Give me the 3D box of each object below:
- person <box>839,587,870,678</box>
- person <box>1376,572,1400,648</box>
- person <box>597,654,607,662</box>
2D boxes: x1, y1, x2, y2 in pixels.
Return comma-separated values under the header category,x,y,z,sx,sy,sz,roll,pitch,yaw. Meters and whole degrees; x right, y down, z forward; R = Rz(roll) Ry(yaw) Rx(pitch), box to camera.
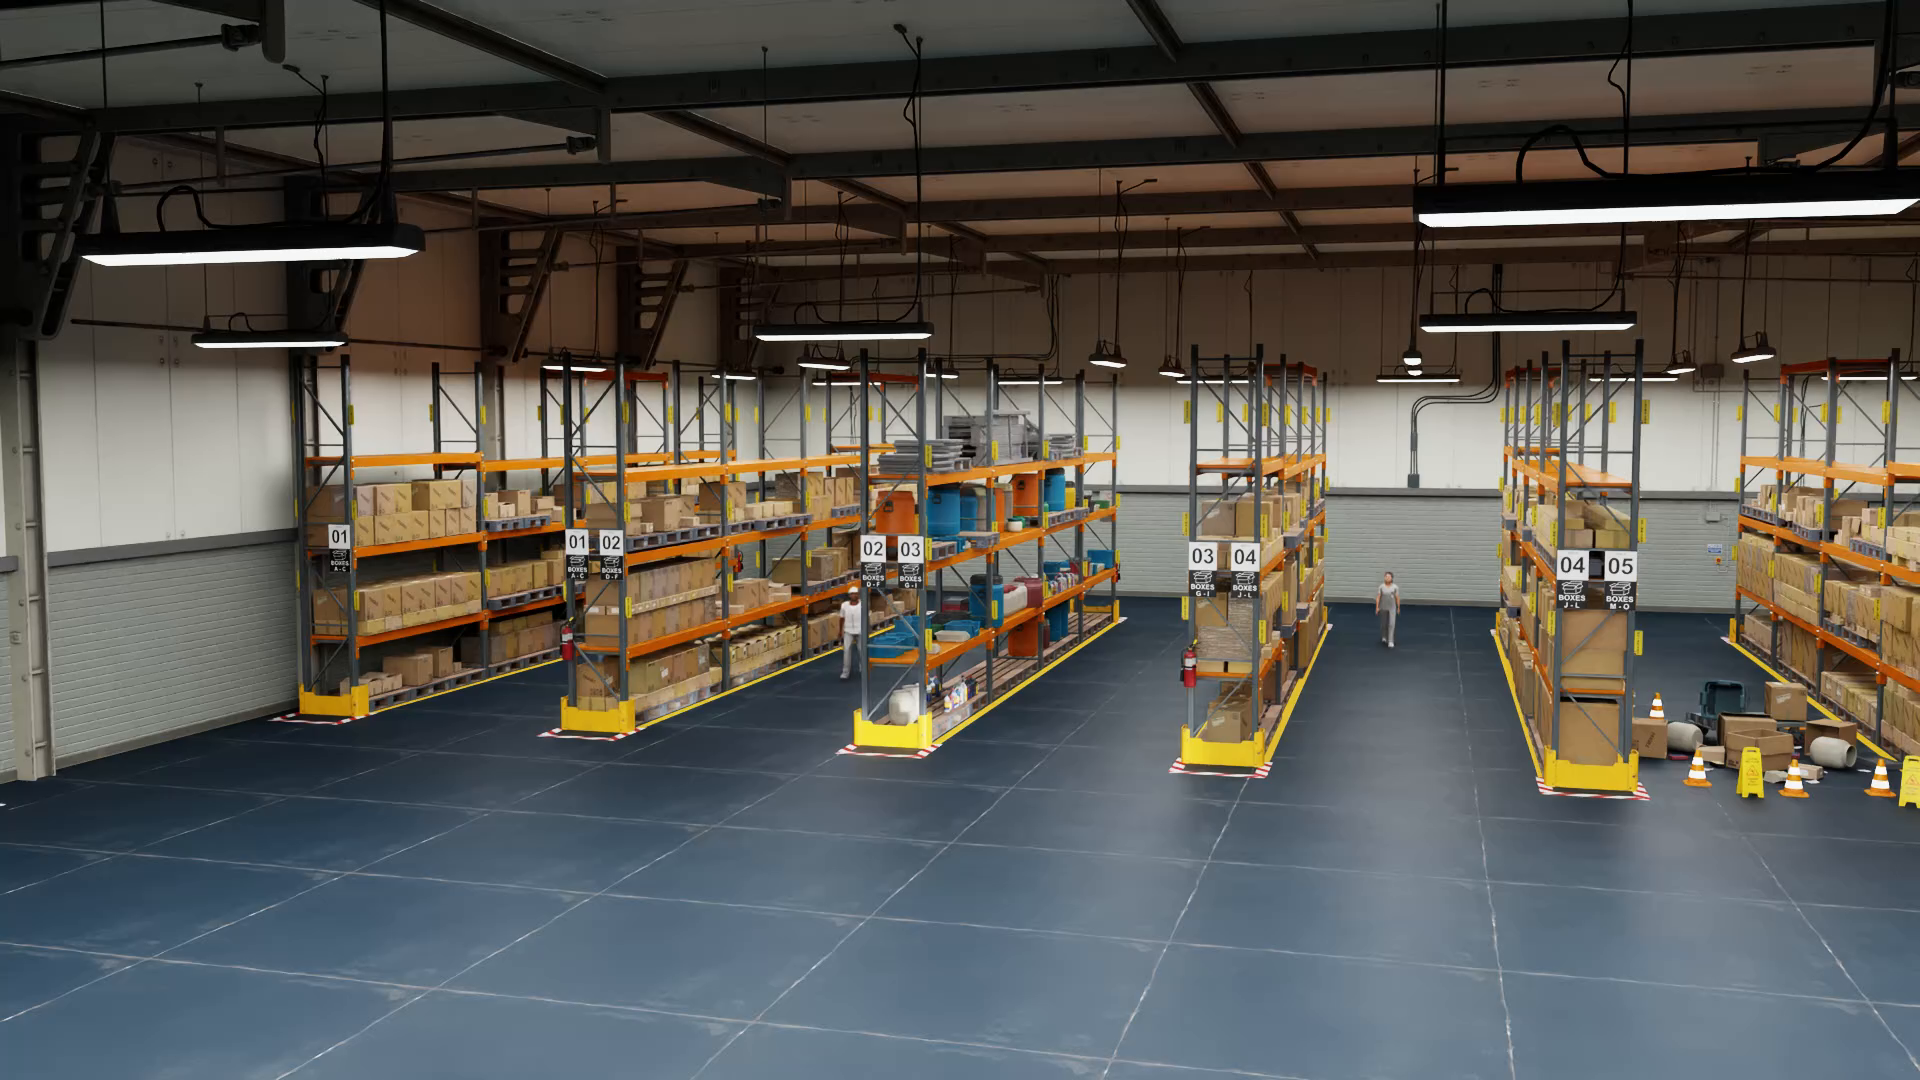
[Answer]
category,x,y,z,sx,sy,sz,roll,pitch,yaw
person,-2.037,1.746,31.746,0.650,1.705,1.079,0,4,6
person,9.259,1.470,35.972,0.522,1.575,1.066,1,4,13
person,-6.422,1.860,30.414,0.659,1.744,0.656,0,4,3
